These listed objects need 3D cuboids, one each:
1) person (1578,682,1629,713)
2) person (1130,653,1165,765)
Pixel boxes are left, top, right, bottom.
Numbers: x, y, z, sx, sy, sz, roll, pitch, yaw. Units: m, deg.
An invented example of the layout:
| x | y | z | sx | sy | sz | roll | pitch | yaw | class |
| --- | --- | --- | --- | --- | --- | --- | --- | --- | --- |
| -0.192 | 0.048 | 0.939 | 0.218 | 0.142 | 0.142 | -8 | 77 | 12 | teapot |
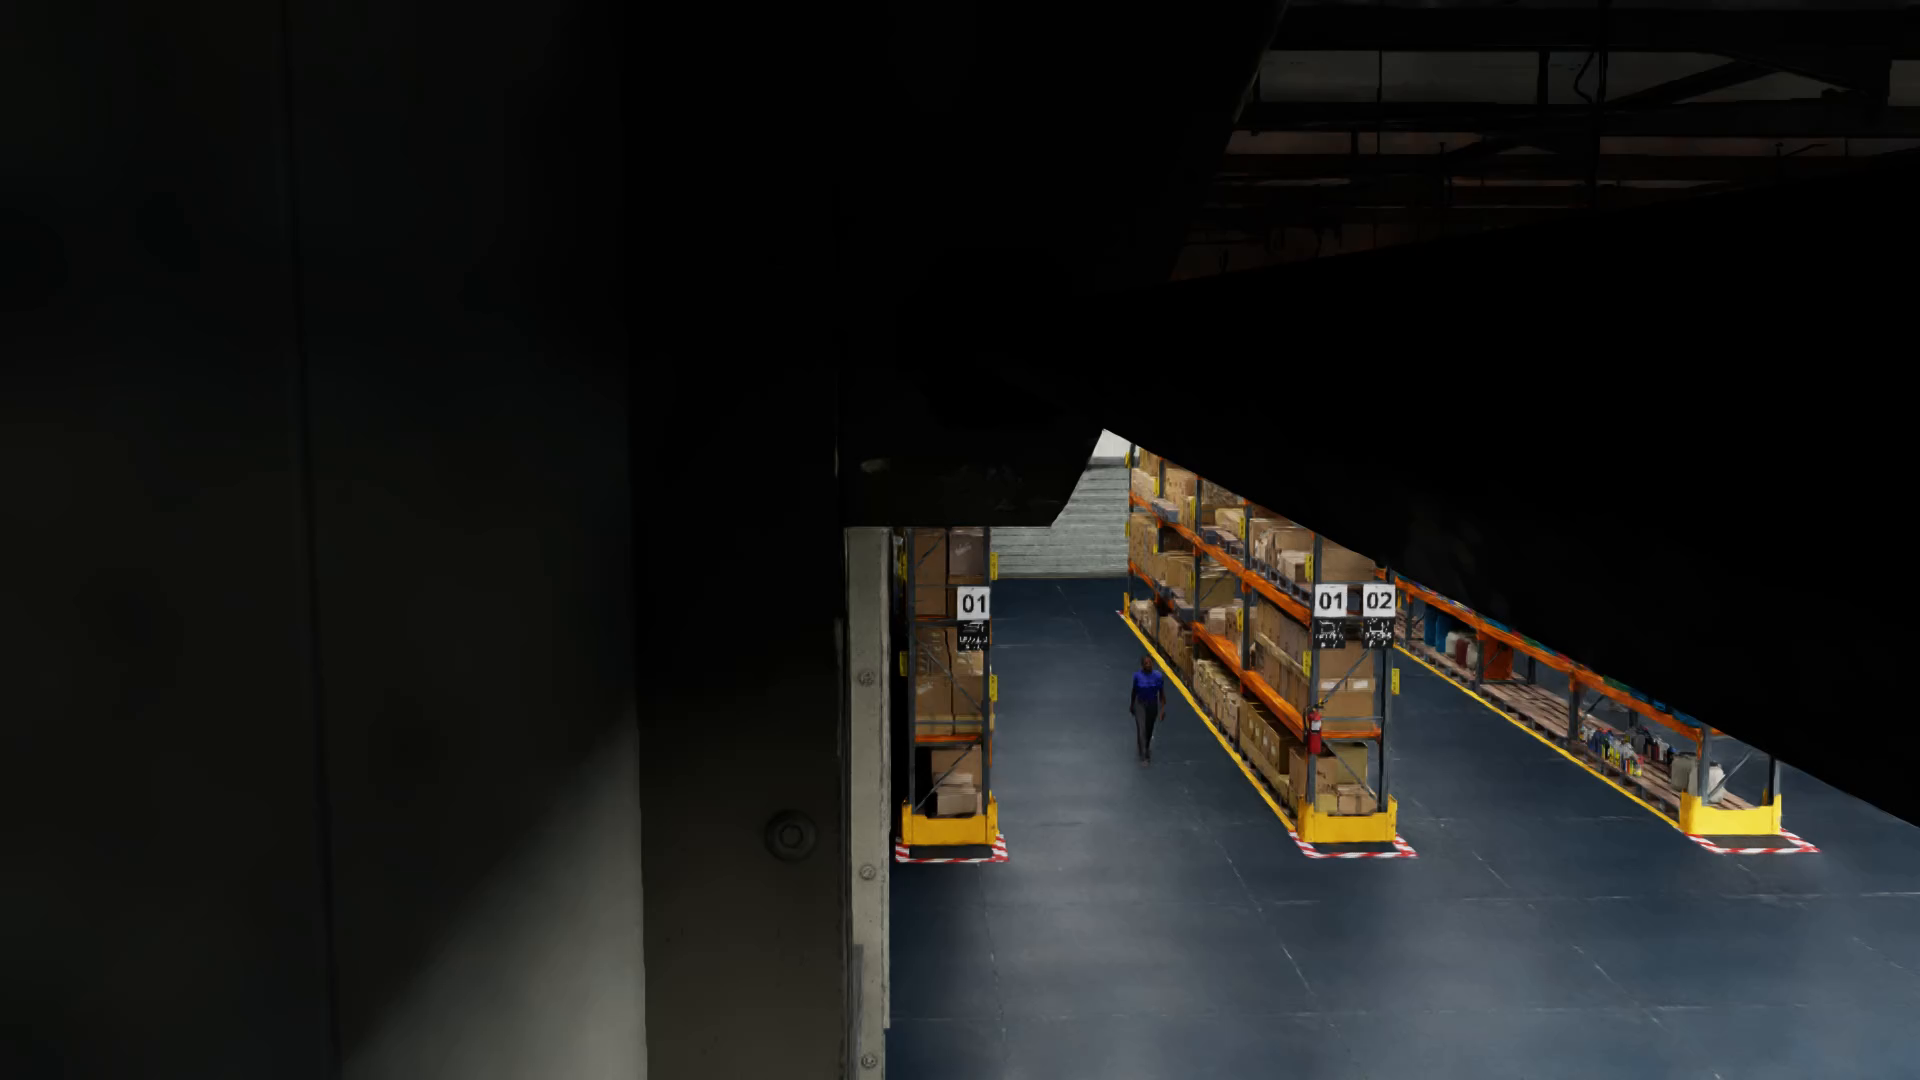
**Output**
| x | y | z | sx | sy | sz | roll | pitch | yaw | class |
| --- | --- | --- | --- | --- | --- | --- | --- | --- | --- |
| 10.563 | 1.994 | 27.408 | 0.691 | 1.656 | 0.860 | -3 | 8 | -19 | person |
| 2.745 | 2.432 | 24.270 | 0.463 | 1.596 | 0.989 | 0 | 7 | -3 | person |
